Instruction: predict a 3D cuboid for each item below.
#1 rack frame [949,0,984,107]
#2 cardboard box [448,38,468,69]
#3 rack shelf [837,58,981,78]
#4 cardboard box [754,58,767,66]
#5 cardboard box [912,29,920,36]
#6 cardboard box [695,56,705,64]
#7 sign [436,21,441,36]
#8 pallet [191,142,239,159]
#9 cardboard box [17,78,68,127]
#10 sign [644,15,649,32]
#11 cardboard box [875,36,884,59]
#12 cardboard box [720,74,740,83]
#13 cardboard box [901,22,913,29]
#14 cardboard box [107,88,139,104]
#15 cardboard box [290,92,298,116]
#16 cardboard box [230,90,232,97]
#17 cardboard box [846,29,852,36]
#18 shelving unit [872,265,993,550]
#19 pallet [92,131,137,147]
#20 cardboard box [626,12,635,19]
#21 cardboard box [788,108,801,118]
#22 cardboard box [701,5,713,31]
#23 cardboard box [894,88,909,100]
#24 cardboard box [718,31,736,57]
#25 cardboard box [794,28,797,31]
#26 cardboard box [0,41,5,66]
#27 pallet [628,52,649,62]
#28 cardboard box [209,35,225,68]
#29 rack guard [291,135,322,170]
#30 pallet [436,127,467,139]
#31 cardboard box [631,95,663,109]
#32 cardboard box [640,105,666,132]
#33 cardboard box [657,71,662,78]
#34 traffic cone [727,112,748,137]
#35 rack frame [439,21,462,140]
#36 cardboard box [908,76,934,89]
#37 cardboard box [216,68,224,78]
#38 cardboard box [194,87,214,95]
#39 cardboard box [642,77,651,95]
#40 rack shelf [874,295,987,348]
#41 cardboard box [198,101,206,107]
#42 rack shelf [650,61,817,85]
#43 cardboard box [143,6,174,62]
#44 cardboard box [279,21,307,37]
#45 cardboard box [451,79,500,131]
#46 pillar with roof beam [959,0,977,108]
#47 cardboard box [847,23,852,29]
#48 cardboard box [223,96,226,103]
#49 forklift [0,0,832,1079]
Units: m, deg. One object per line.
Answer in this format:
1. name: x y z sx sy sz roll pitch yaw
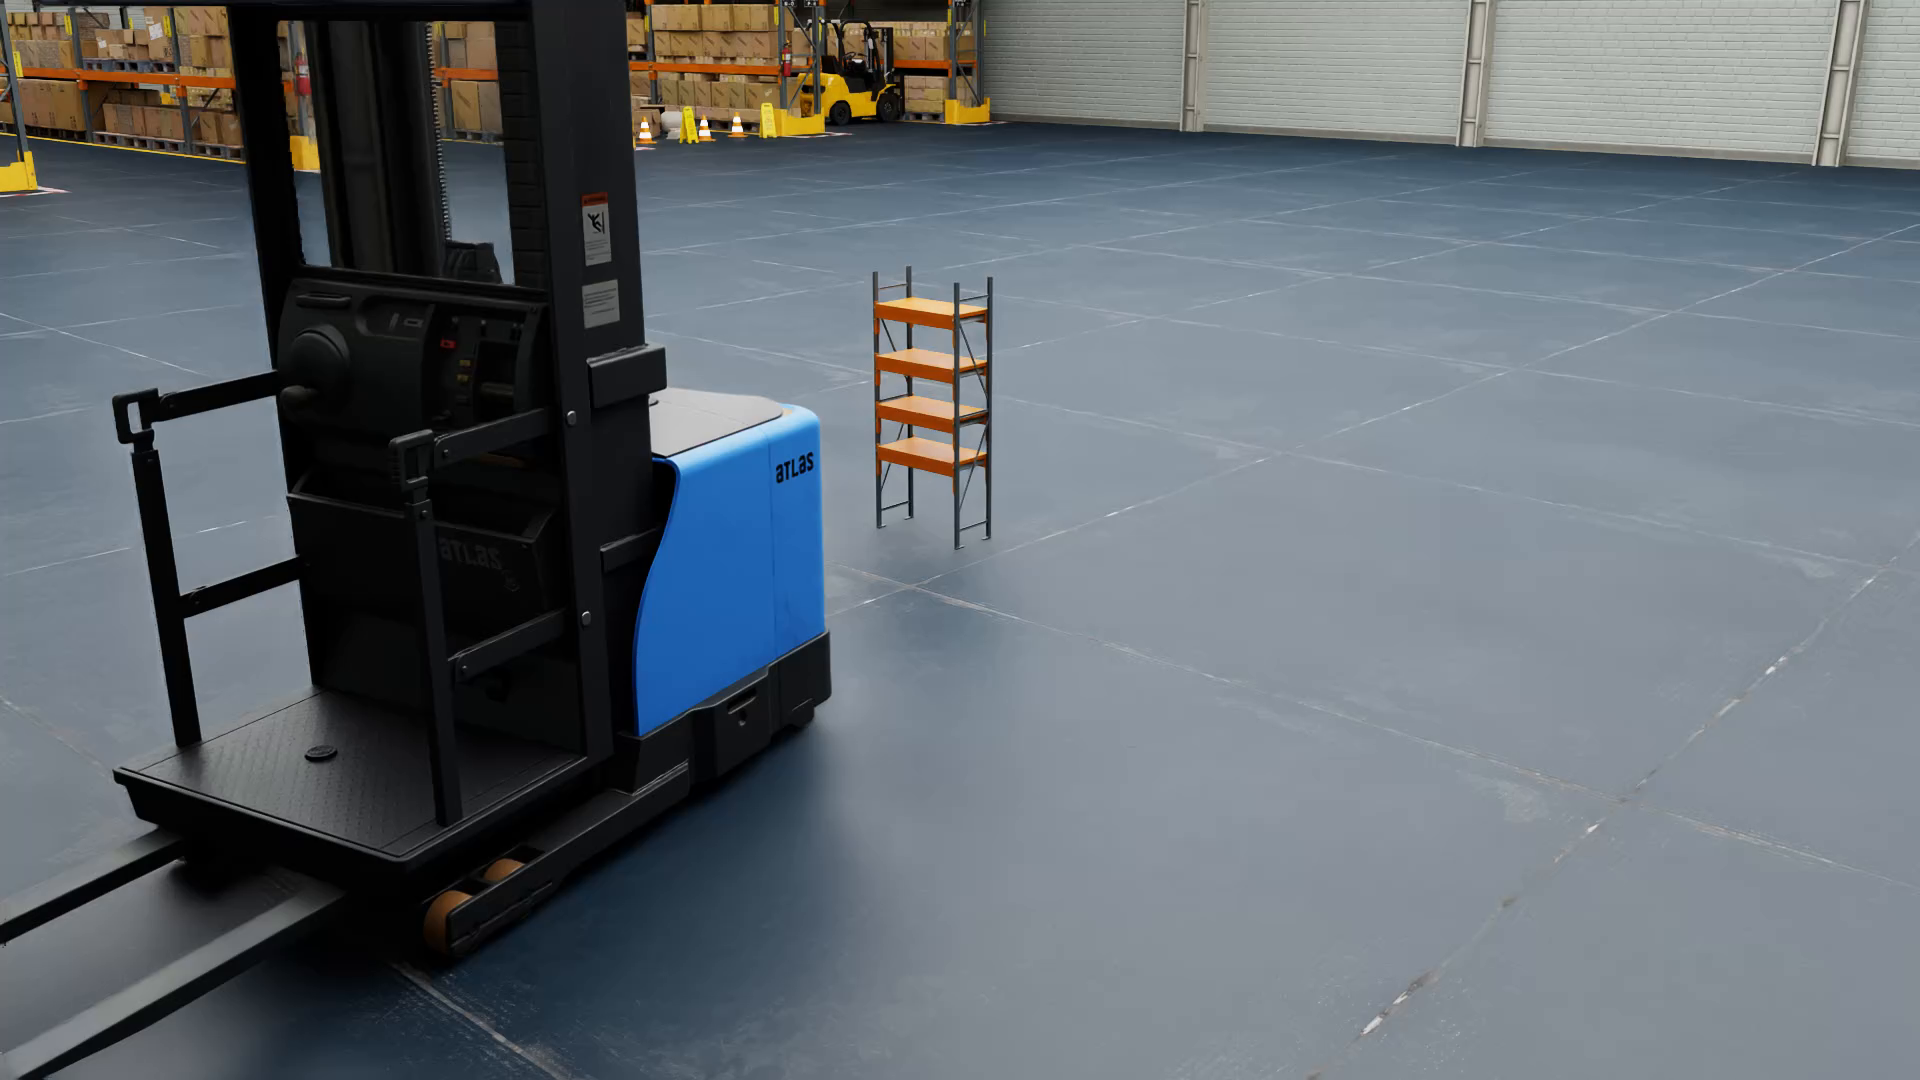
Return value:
1. rack frame: 0.149 -10.609 36.082 0.127 3.000 1.000 15 23 39
2. cardboard box: -9.061 -9.148 31.231 0.550 0.550 0.875 15 23 39
3. rack shelf: -1.347 -10.668 37.456 4.000 0.370 1.077 15 23 39
4. cardboard box: -3.828 -9.418 32.745 0.250 0.149 0.380 15 23 39
5. cardboard box: -0.839 -11.135 36.502 0.250 0.149 0.380 15 23 39
6. cardboard box: -5.162 -9.774 33.866 0.250 0.149 0.380 15 23 40
7. sign: -9.698 -9.538 30.923 0.005 0.325 0.100 15 23 39
8. pallet: -12.187 -6.590 28.029 1.213 0.211 1.003 15 23 39
9. cardboard box: -17.536 -8.537 32.371 0.875 0.875 1.225 14 22 37
10. sign: -6.501 -10.714 34.499 0.005 0.325 0.100 15 23 39
11. cardboard box: -1.542 -11.004 37.160 0.500 0.500 0.500 15 23 40
12. cardboard box: -4.617 -9.306 33.517 0.250 0.149 0.380 16 24 42
13. cardboard box: -1.083 -11.315 36.577 0.250 0.149 0.380 16 23 41
14. cardboard box: -15.184 -8.098 30.333 0.500 0.250 0.500 16 24 41
15. cardboard box: -13.795 -9.241 35.208 0.500 0.500 0.500 14 22 37
16. cardboard box: -15.985 -9.934 36.991 0.250 0.149 0.380 15 23 40
17. cardboard box: -2.371 -11.548 37.803 0.250 0.149 0.380 15 23 39
18. shelving unit: -0.124 -0.605 7.535 0.503 1.200 0.258 15 23 39
19. pallet: -15.121 -7.363 30.464 1.213 0.211 1.003 15 23 39
20. cardboard box: -7.154 -11.164 35.408 0.250 0.149 0.380 14 22 38
21. cardboard box: -3.563 -8.600 33.601 0.500 0.250 0.500 15 23 39
22. cardboard box: -4.775 -10.519 33.487 0.500 0.500 0.700 15 23 39
23. cardboard box: -1.191 -9.966 37.081 0.500 0.250 0.500 14 23 38
24. cardboard box: -4.476 -9.924 33.267 0.500 0.500 0.500 15 23 39
25. cardboard box: -3.884 -11.919 38.972 0.250 0.149 0.380 14 22 38
26. cardboard box: -18.518 -9.551 32.584 0.500 0.500 0.500 15 23 39
27. pallet: -6.610 -10.384 35.688 1.213 0.211 1.003 15 23 39
28. cardboard box: -11.626 -7.946 27.032 0.500 0.500 0.875 15 23 39
29. rack guard: -9.778 -6.067 25.903 0.348 0.500 1.175 15 23 39
30. pallet: -9.972 -7.957 32.335 1.213 0.211 1.003 15 23 39
31. cardboard box: -6.529 -9.341 35.736 0.625 0.372 0.950 15 23 40
32. cardboard box: -6.237 -8.575 33.802 0.500 0.500 0.500 -3 18 -8
33. cardboard box: -7.717 -11.956 42.693 0.250 0.149 0.380 16 24 41
34. traffic cone: -4.321 -8.071 32.277 0.334 0.463 0.336 15 23 39
35. rack frame: -9.345 -9.148 31.479 0.127 3.000 1.000 15 23 39
36. cardboard box: -0.789 -10.098 36.671 0.500 0.250 0.500 16 23 40
37. cardboard box: -11.801 -7.570 26.921 0.250 0.149 0.380 15 23 39
38. cardboard box: -17.323 -10.304 38.156 0.250 0.149 0.380 16 24 41
39. cardboard box: -7.839 -11.673 42.874 0.500 0.500 0.500 14 22 38
40. rack shelf: -0.124 -0.980 7.416 0.480 0.148 0.258 15 23 39
41. cardboard box: -17.200 -9.964 38.067 0.250 0.149 0.380 14 22 37
42. rack shelf: -4.639 -9.544 33.915 4.000 0.370 1.077 15 23 39
43. cardboard box: -13.214 -8.724 28.455 1.000 1.000 1.000 15 23 40
44. cardboard box: -10.297 -7.964 25.437 0.500 0.500 0.500 15 23 39
45. cardboard box: -8.921 -8.194 31.289 0.875 0.875 0.875 15 23 40
46. pillar with roof beam: -2.631 -12.838 33.189 0.400 9.000 9.100 15 23 39
47. cardboard box: -2.350 -11.699 37.785 0.250 0.149 0.380 14 23 38
48. cardboard box: -16.321 -9.903 37.384 0.250 0.149 0.380 15 23 40
49. forklift: -1.590 -0.486 4.298 1.130 2.935 3.031 9 20 27
